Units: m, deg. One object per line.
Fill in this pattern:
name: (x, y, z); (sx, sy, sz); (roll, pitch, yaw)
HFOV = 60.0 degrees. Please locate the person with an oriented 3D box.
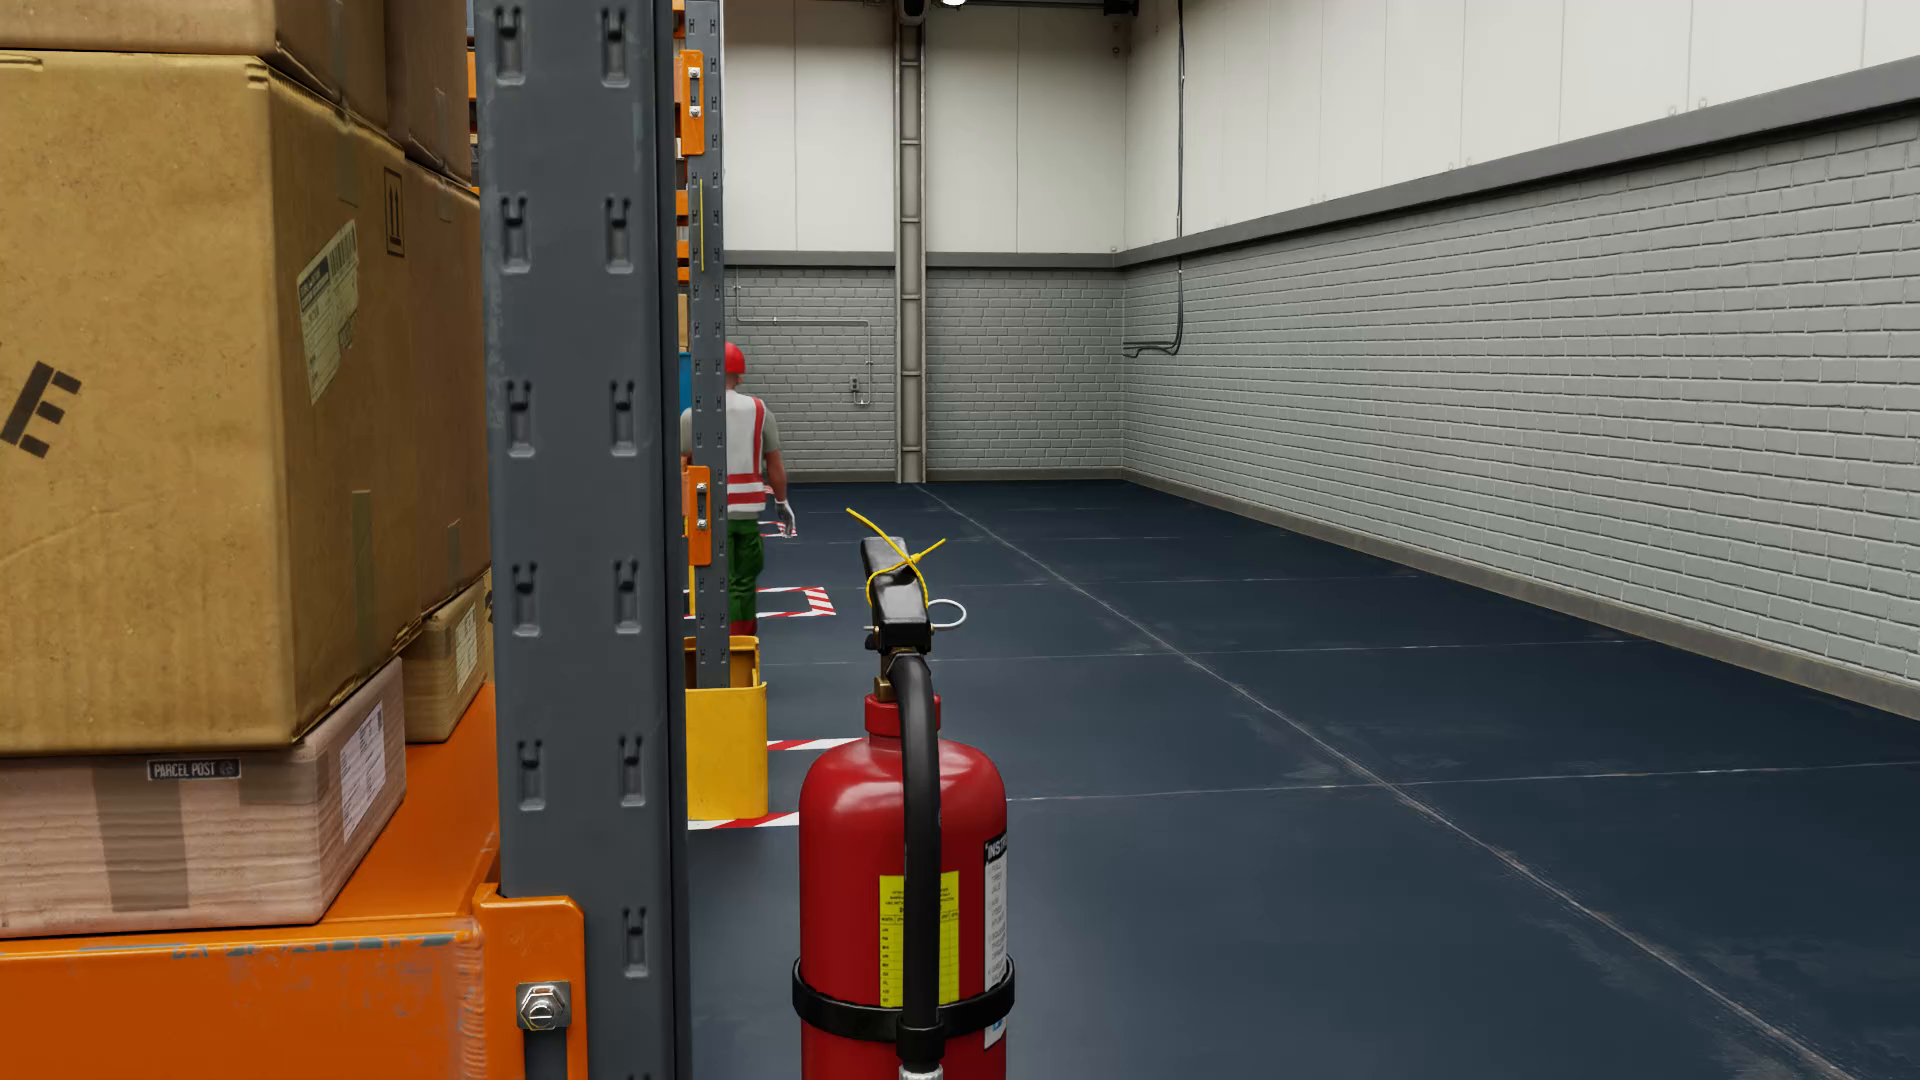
person: (-1.192, -0.130, 8.672); (0.699, 1.789, 0.634); (-4, 8, -34)
